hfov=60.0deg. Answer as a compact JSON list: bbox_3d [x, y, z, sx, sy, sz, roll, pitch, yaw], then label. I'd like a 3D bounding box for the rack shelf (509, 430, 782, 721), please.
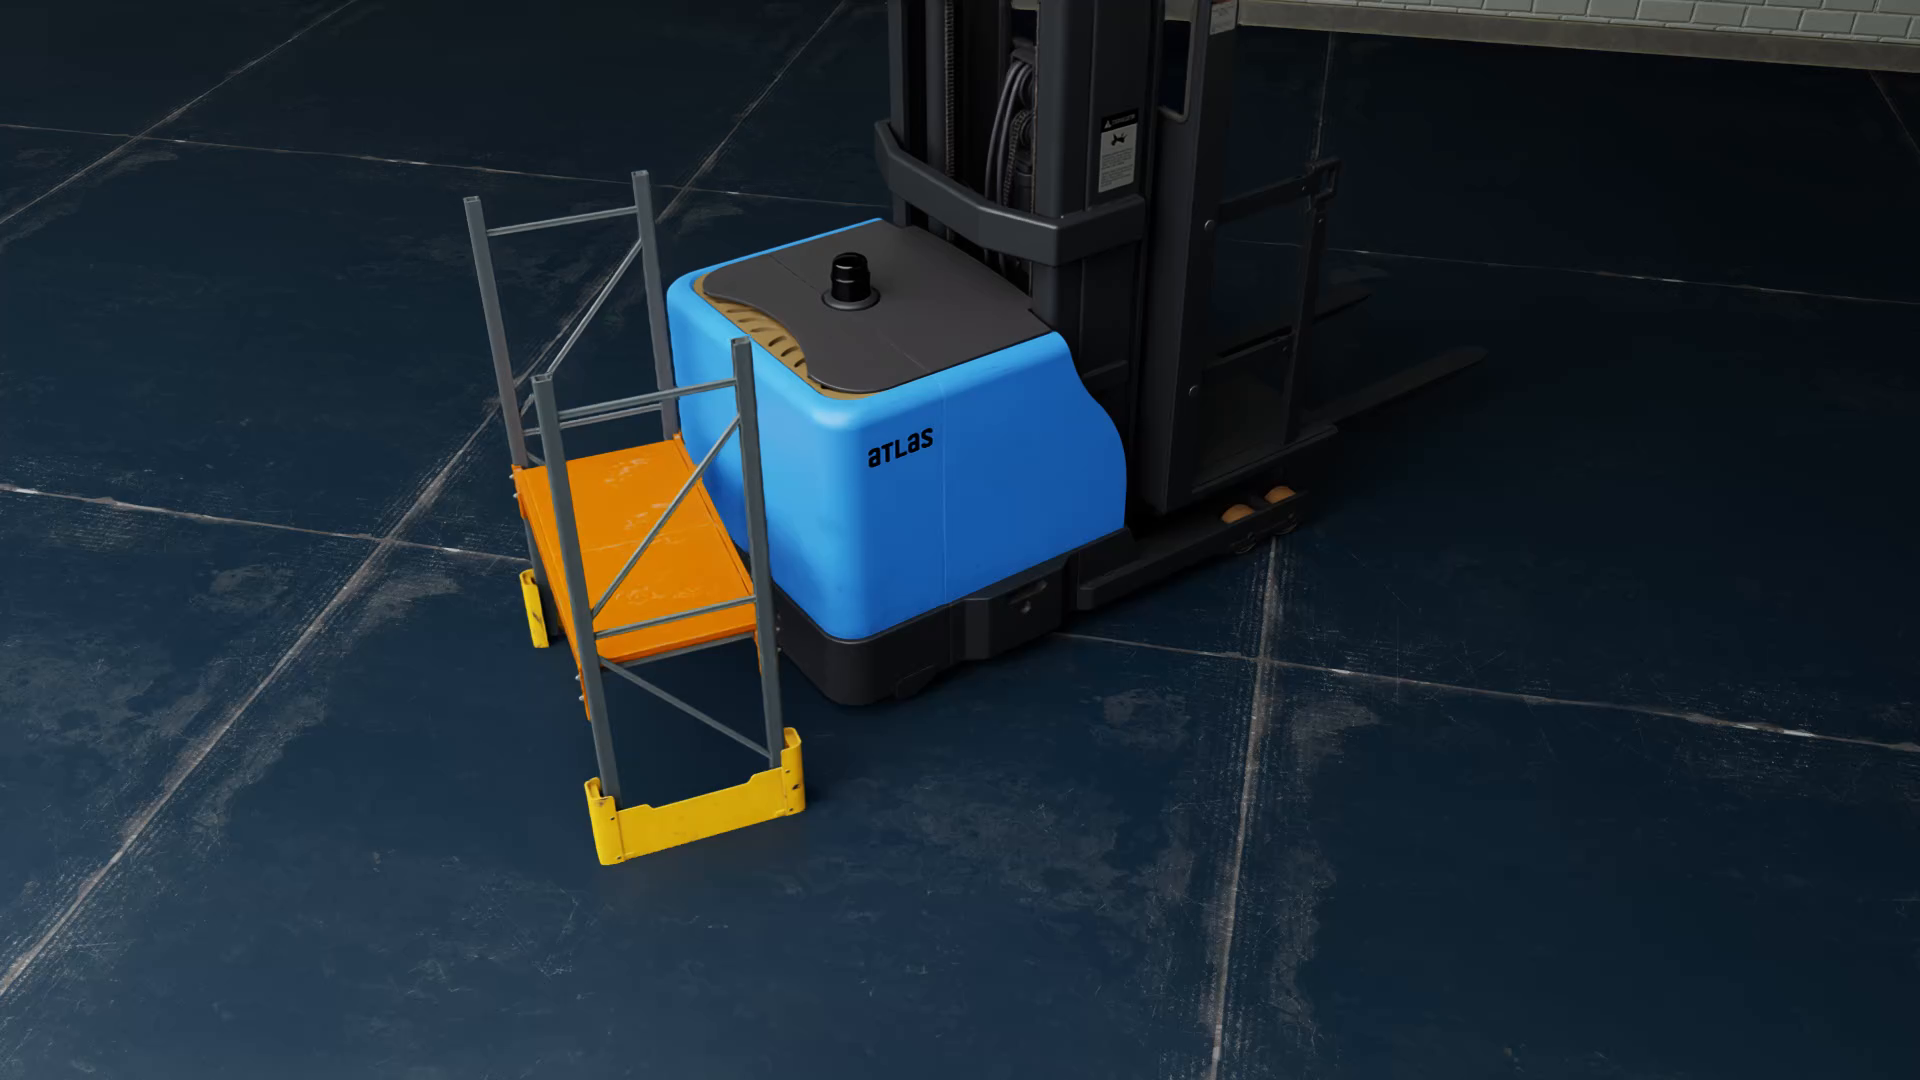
[{"bbox_3d":[-0.907,0.066,4.687,0.538,0.185,1.000,-13,38,-18],"label":"rack shelf"}]

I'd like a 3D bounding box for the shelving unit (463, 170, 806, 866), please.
[{"bbox_3d":[-0.903,-0.074,4.575,0.587,1.500,1.083,-13,38,-18],"label":"shelving unit"}]

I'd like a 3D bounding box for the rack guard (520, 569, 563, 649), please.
[{"bbox_3d":[-1.089,0.160,5.316,0.587,0.250,0.087,-13,38,-18],"label":"rack guard"}]

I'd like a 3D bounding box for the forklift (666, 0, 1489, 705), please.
[{"bbox_3d":[0.597,-1.373,5.147,3.031,2.935,1.130,-22,42,-28],"label":"forklift"}]

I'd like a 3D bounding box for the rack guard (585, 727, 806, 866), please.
[{"bbox_3d":[-0.718,0.703,4.567,0.587,0.250,0.087,-13,38,-18],"label":"rack guard"}]

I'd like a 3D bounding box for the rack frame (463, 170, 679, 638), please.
[{"bbox_3d":[-1.096,-0.356,4.963,0.500,1.500,0.032,-13,38,-18],"label":"rack frame"}]

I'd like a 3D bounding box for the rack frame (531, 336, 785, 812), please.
[{"bbox_3d":[-0.717,0.197,4.199,0.500,1.500,0.032,-13,38,-18],"label":"rack frame"}]
